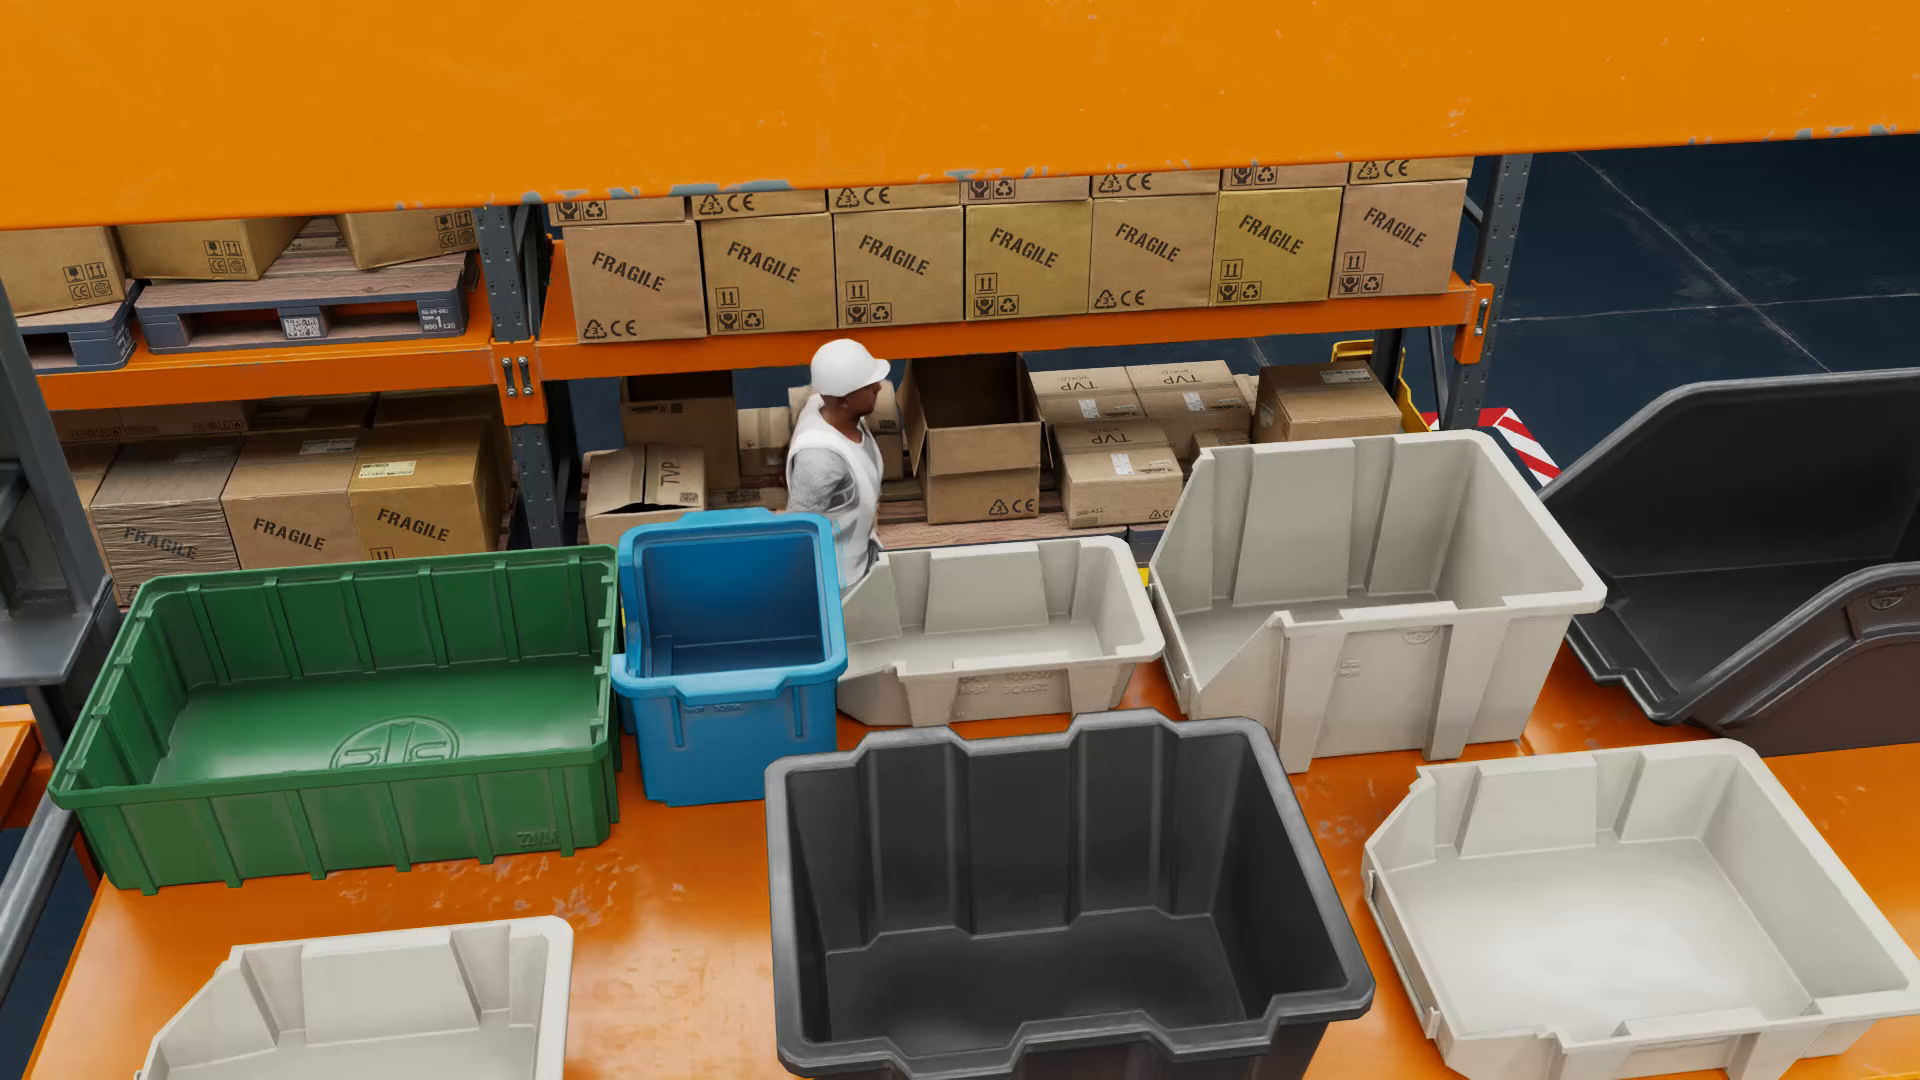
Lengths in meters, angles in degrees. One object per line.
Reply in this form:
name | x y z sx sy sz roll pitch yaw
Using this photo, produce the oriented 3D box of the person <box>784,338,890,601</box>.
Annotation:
person | -0.426 0.072 6.016 0.858 1.759 0.591 -3 35 -4
